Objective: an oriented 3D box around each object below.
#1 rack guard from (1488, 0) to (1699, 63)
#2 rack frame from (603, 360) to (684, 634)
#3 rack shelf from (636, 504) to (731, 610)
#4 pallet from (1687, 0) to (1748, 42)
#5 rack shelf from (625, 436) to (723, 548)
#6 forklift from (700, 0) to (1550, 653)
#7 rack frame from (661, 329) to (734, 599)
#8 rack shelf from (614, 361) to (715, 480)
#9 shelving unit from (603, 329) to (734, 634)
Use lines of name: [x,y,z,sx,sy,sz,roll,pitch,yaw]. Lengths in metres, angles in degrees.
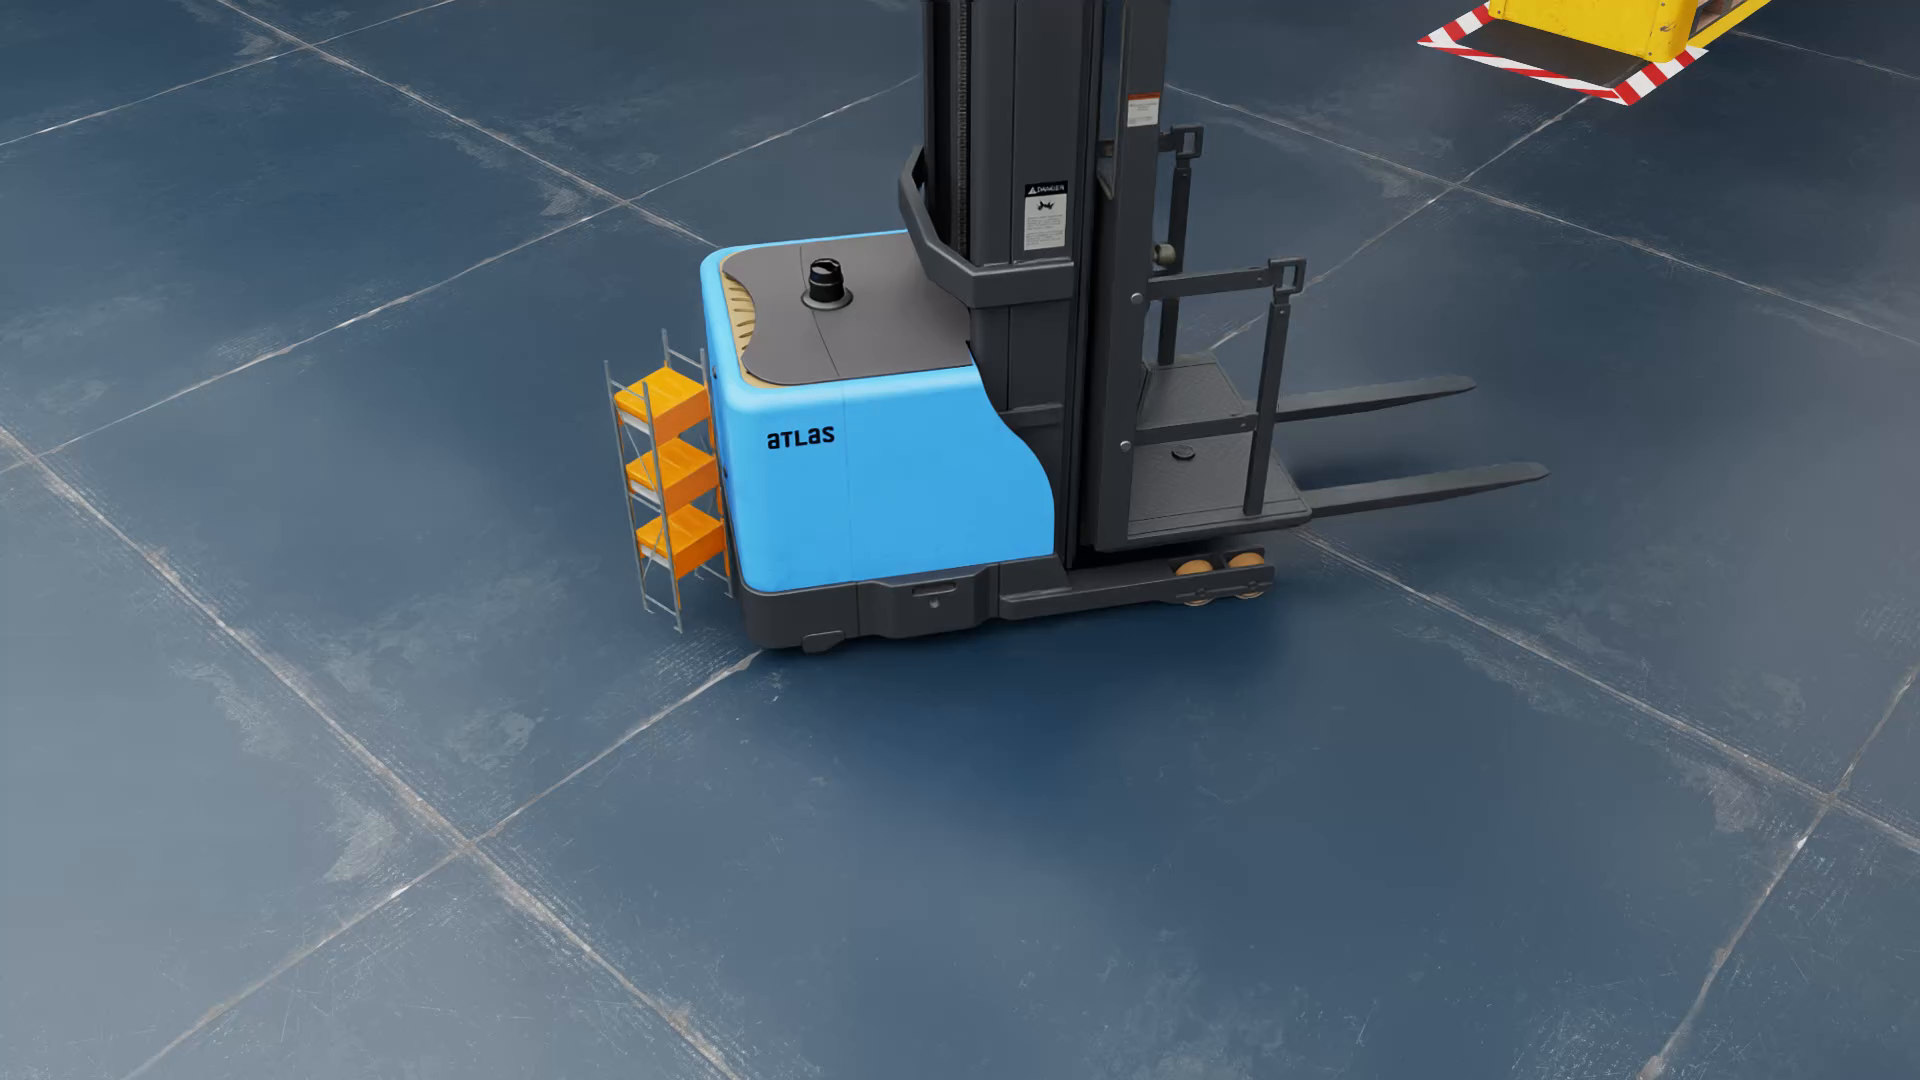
rack guard: [3.815,-3.307,10.007,1.175,0.500,0.348,30,47,32]
rack frame: [-1.052,-0.122,5.560,0.200,1.050,0.008,28,47,30]
rack shelf: [-0.972,0.044,5.813,0.215,0.259,0.240,28,47,30]
pallet: [4.389,-3.552,10.548,1.003,0.211,1.213,30,47,32]
rack shelf: [-0.973,-0.172,5.639,0.215,0.259,0.240,28,47,30]
forklift: [0.654,-1.225,5.436,3.031,2.935,1.130,-8,39,-10]
rack frame: [-0.894,-0.239,5.705,0.200,1.050,0.008,28,47,30]
rack shelf: [-0.974,-0.394,5.461,0.215,0.259,0.240,28,47,30]
shelving unit: [-0.973,-0.181,5.632,0.215,1.050,0.252,28,47,30]
